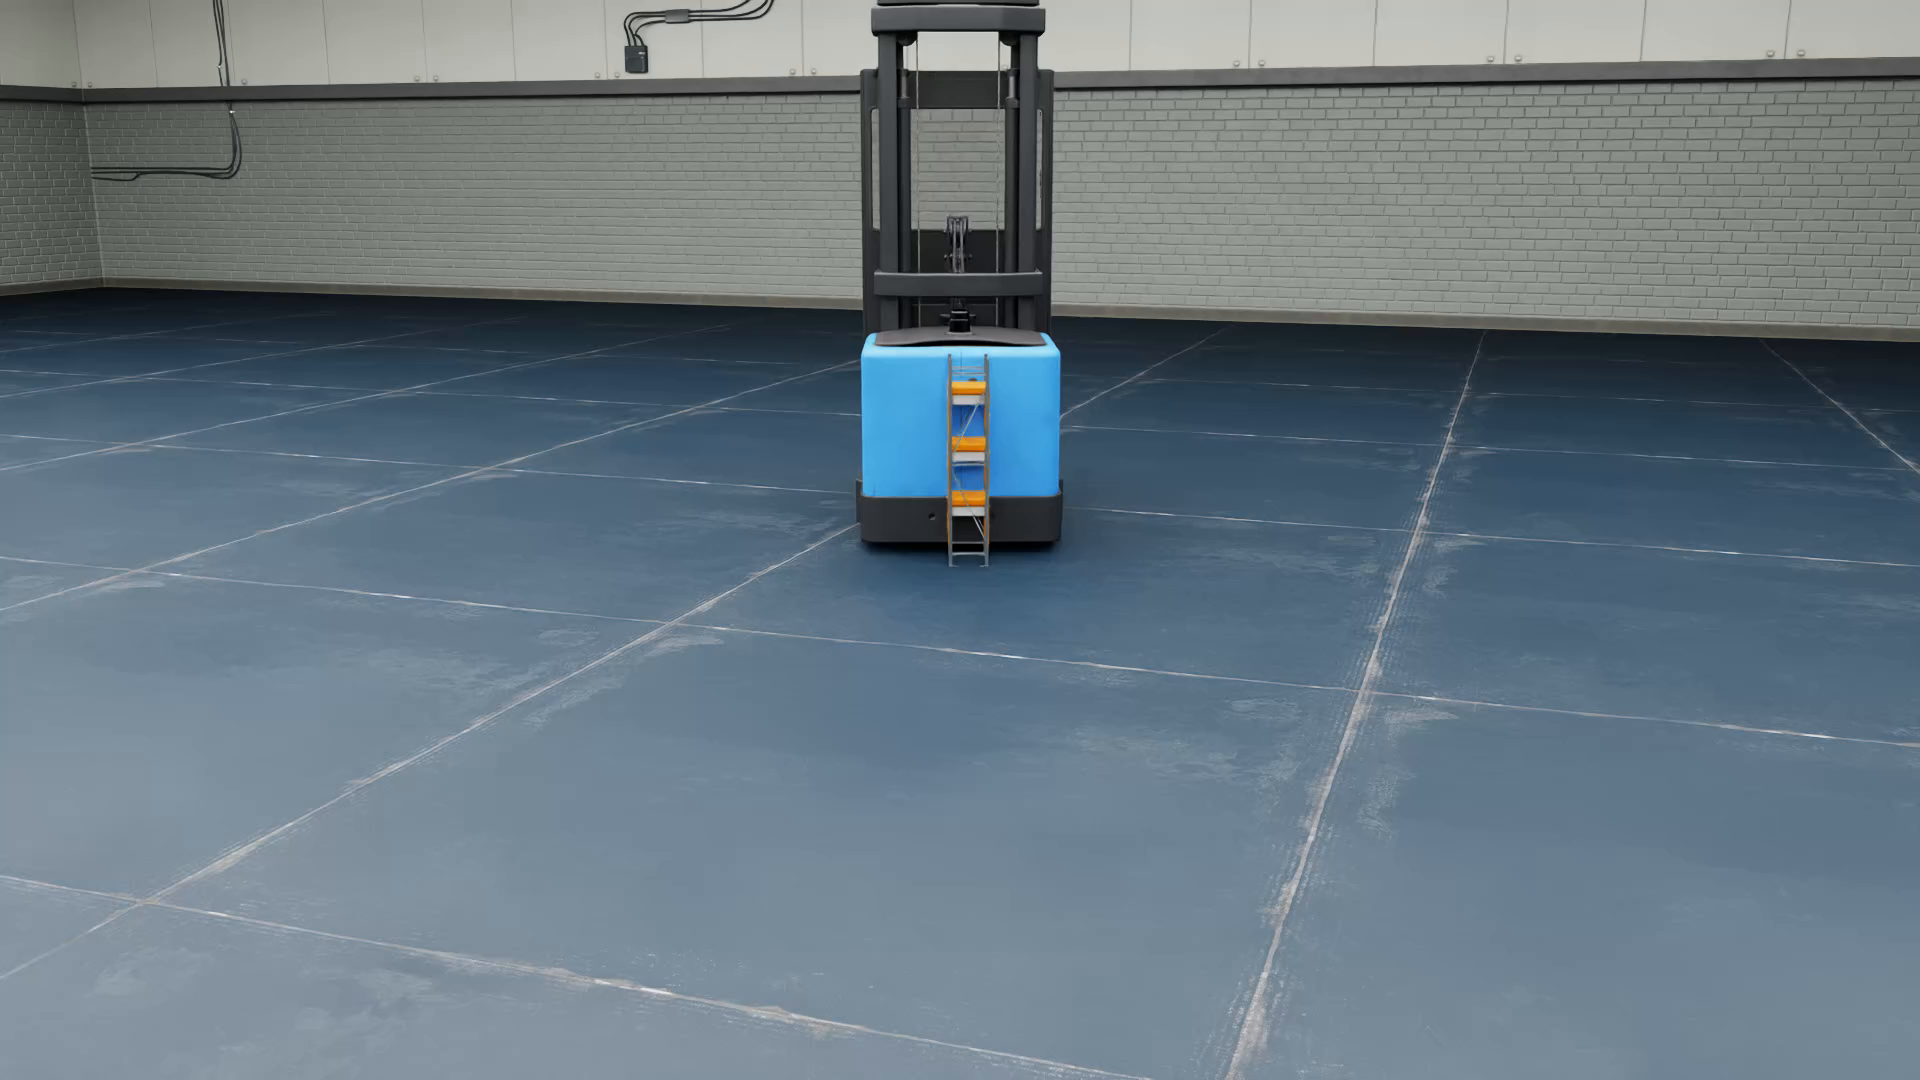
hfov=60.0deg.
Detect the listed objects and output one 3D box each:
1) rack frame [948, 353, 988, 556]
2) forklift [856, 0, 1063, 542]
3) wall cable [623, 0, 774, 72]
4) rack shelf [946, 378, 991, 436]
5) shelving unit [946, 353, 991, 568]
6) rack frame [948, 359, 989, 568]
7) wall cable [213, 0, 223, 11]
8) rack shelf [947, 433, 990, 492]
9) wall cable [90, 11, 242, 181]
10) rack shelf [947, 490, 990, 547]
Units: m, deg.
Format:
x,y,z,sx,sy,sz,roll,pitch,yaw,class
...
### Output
x,y,z,sx,sy,sz,roll,pitch,yaw,class
0.039,-0.428,8.506,0.200,1.050,0.008,0,13,-1,rack frame
-0.023,-1.684,9.780,1.130,2.935,3.031,0,13,-1,forklift
-3.553,-9.360,22.131,2.305,6.003,0.169,4,14,18,wall cable
0.041,-0.668,8.326,0.215,0.259,0.240,0,13,-1,rack shelf
0.041,-0.401,8.387,0.215,1.050,0.252,0,13,-1,shelving unit
0.044,-0.374,8.268,0.200,1.050,0.008,0,13,-1,rack frame
-9.971,-9.142,24.448,3.097,2.526,0.112,4,14,18,wall cable
0.041,-0.391,8.389,0.215,0.259,0.240,0,13,-1,rack shelf
-12.531,-6.875,25.864,3.097,2.526,0.112,4,14,18,wall cable
0.041,-0.120,8.451,0.215,0.259,0.240,0,13,-1,rack shelf
